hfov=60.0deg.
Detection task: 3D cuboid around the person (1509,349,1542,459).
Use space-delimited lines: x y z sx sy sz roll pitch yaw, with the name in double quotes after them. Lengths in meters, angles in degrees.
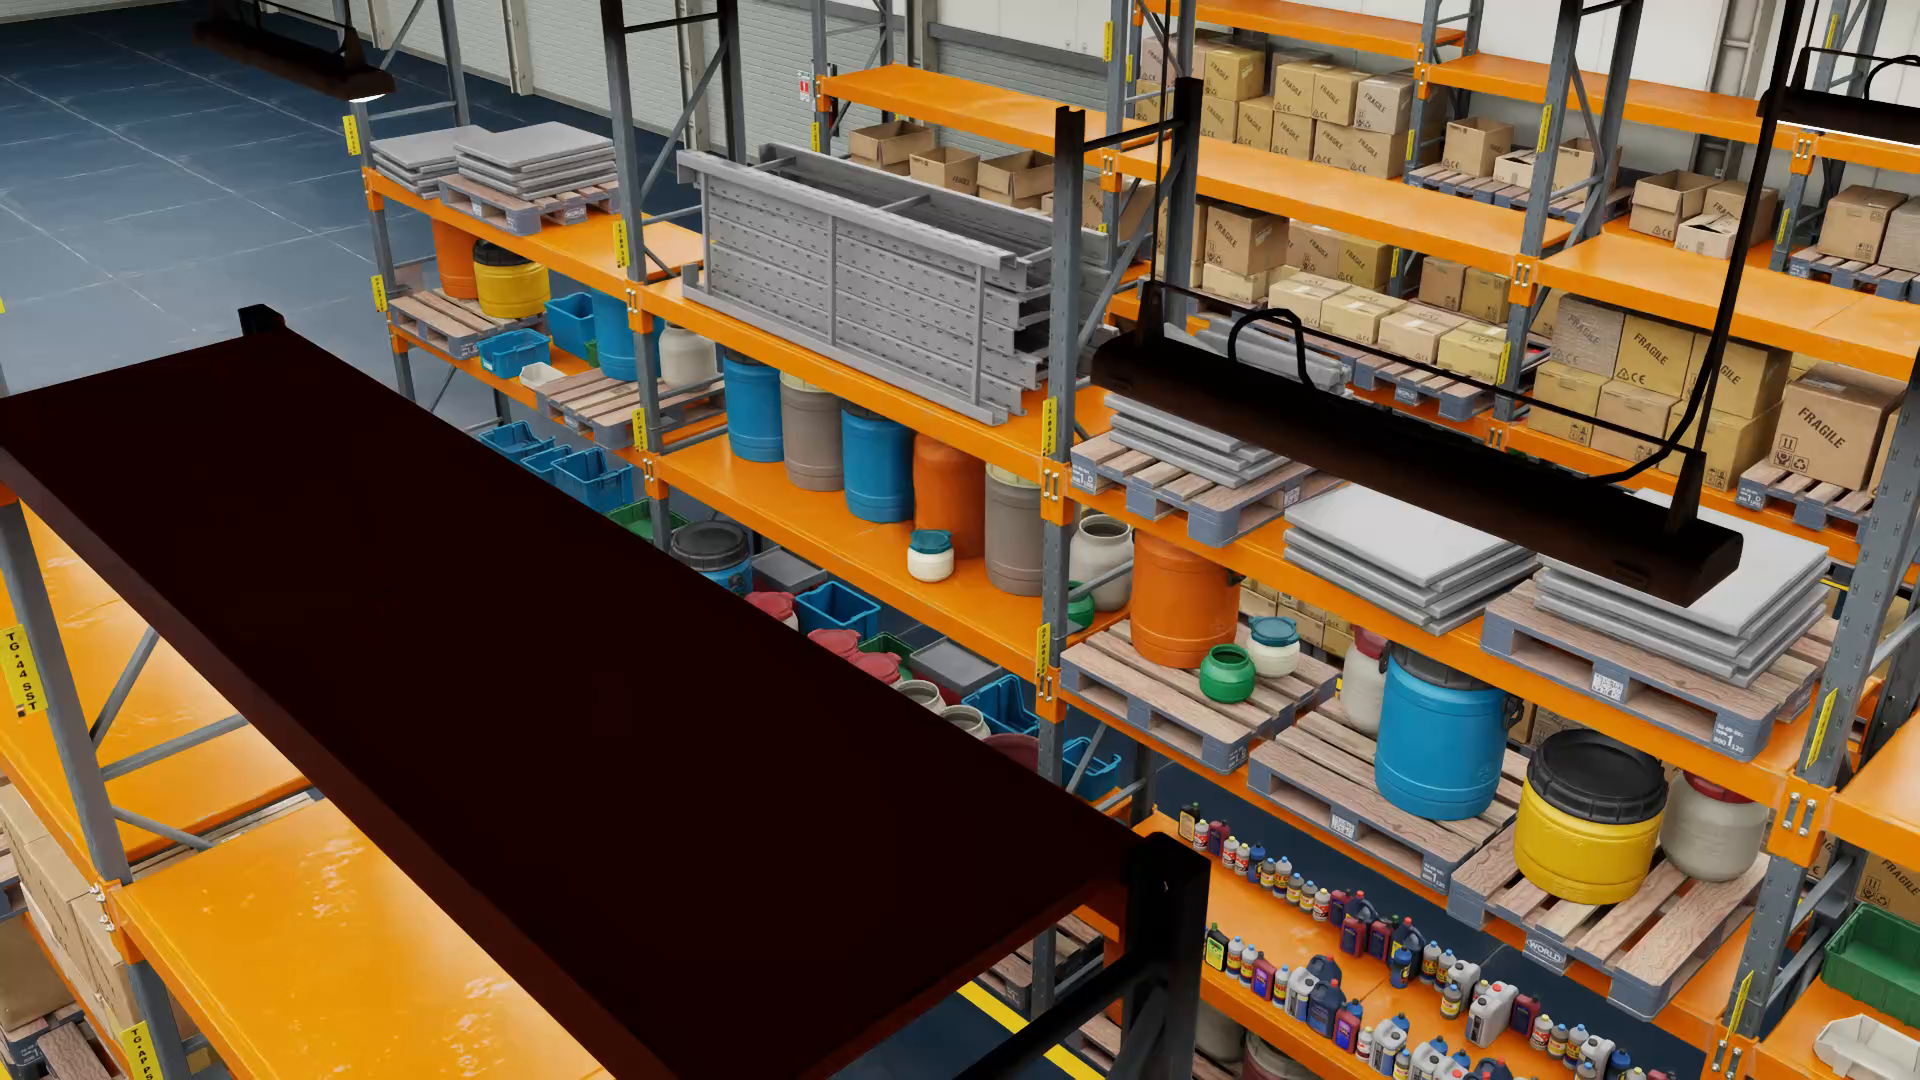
5.720 -1.146 17.103 0.570 1.775 0.499 -13 31 -23 "person"
